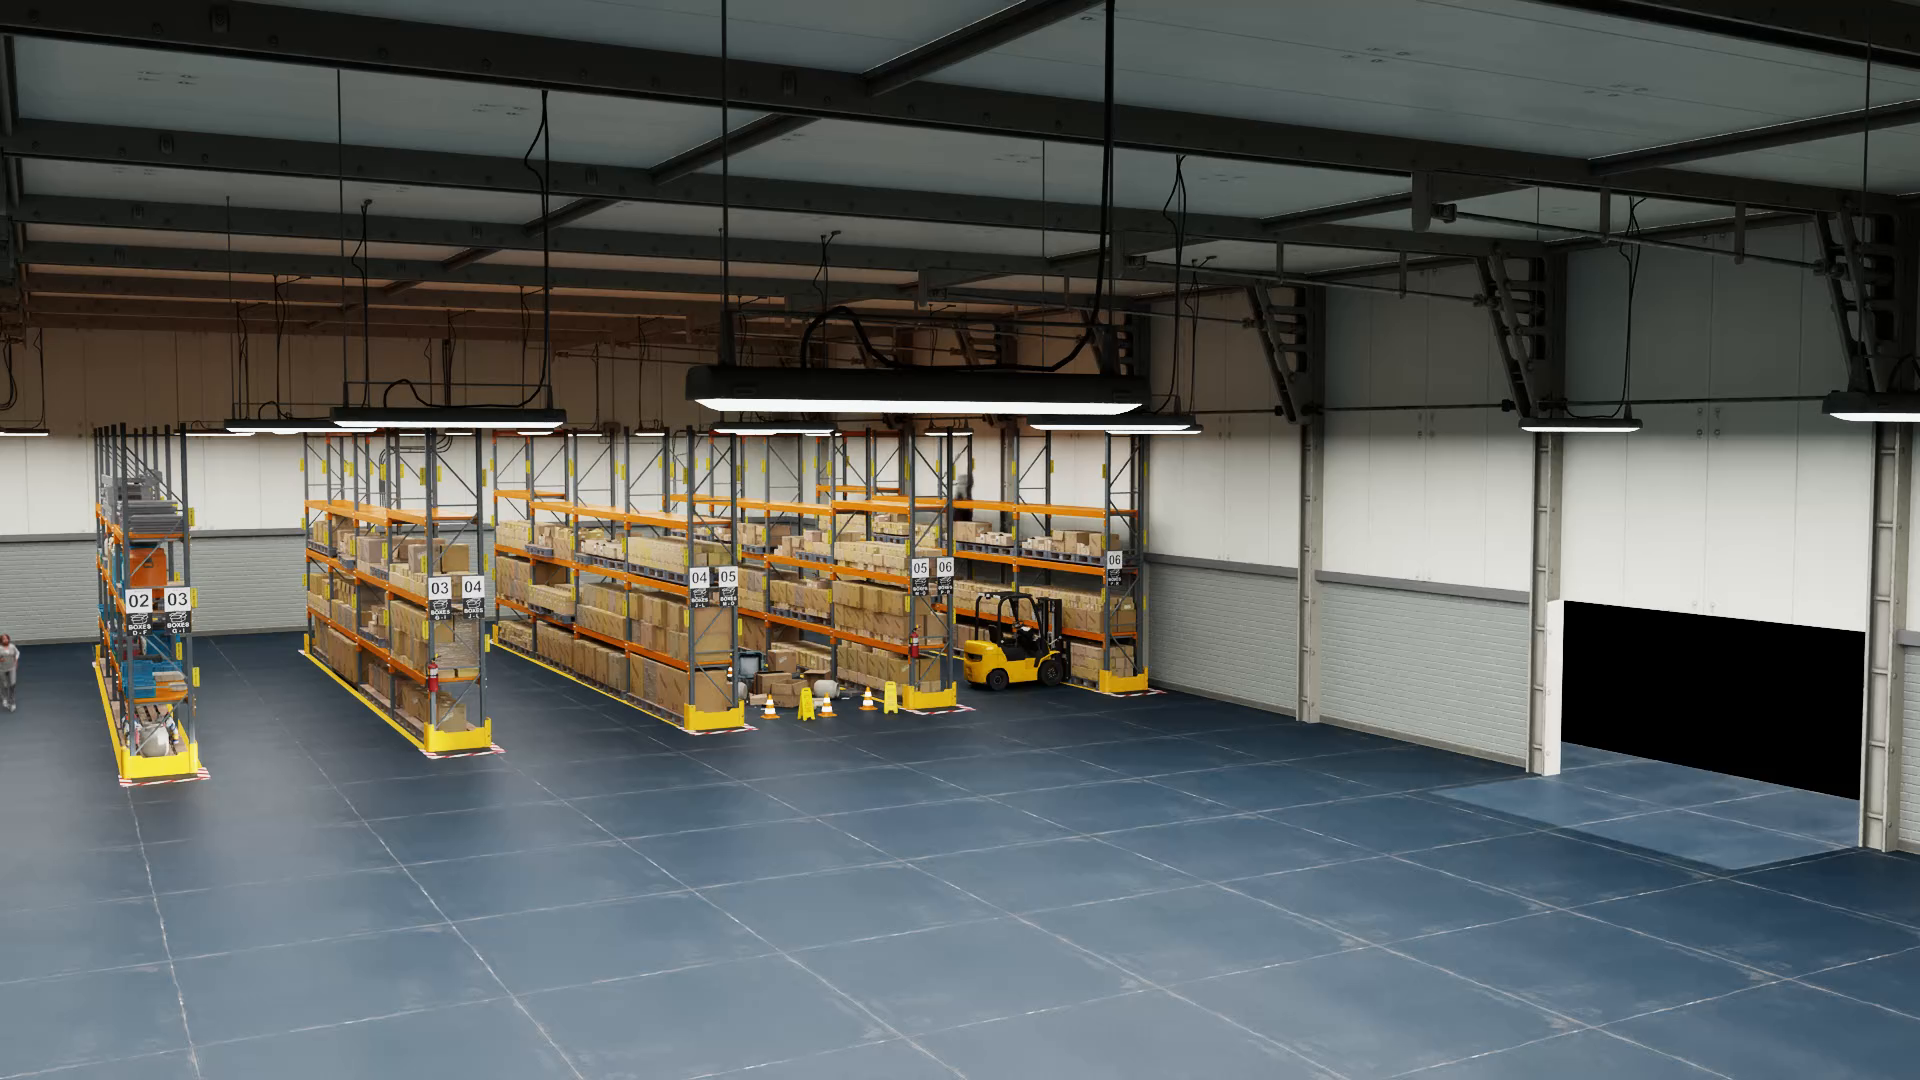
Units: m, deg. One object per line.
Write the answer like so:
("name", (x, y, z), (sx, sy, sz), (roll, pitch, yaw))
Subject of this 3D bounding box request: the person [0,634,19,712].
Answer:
("person", (-20.150, 2.793, 35.138), (0.522, 1.645, 0.751), (-2, 4, -36))

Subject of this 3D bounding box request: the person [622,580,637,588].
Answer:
("person", (-9.962, 1.859, 50.129), (0.854, 1.694, 0.584), (-1, 4, -18))
